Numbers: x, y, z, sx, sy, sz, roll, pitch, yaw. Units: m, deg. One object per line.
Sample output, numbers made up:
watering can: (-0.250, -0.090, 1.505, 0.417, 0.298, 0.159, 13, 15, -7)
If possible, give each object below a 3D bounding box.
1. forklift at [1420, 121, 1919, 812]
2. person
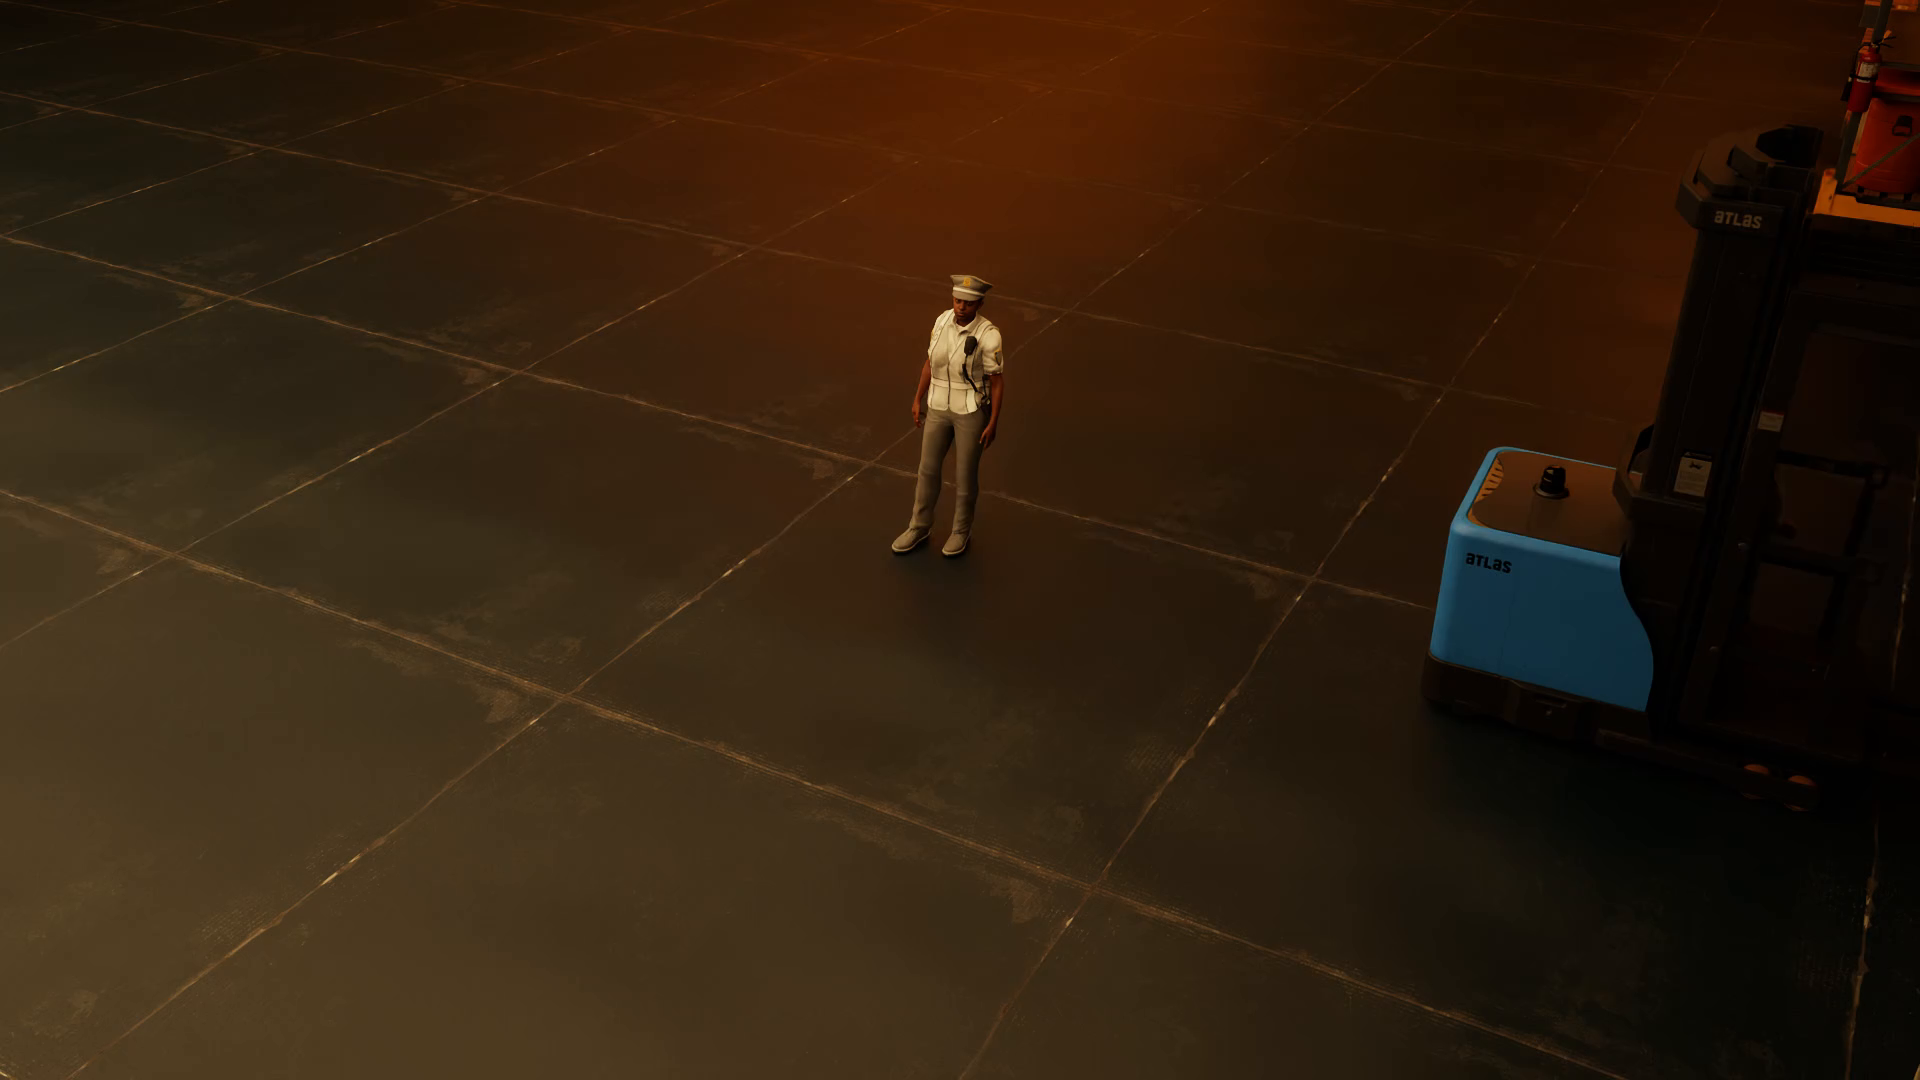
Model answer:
forklift: (3.912, -0.300, 7.590, 3.031, 2.935, 1.130, 14, 33, 23)
person: (-0.054, -0.711, 9.528, 0.569, 1.693, 0.528, 15, 33, 25)
